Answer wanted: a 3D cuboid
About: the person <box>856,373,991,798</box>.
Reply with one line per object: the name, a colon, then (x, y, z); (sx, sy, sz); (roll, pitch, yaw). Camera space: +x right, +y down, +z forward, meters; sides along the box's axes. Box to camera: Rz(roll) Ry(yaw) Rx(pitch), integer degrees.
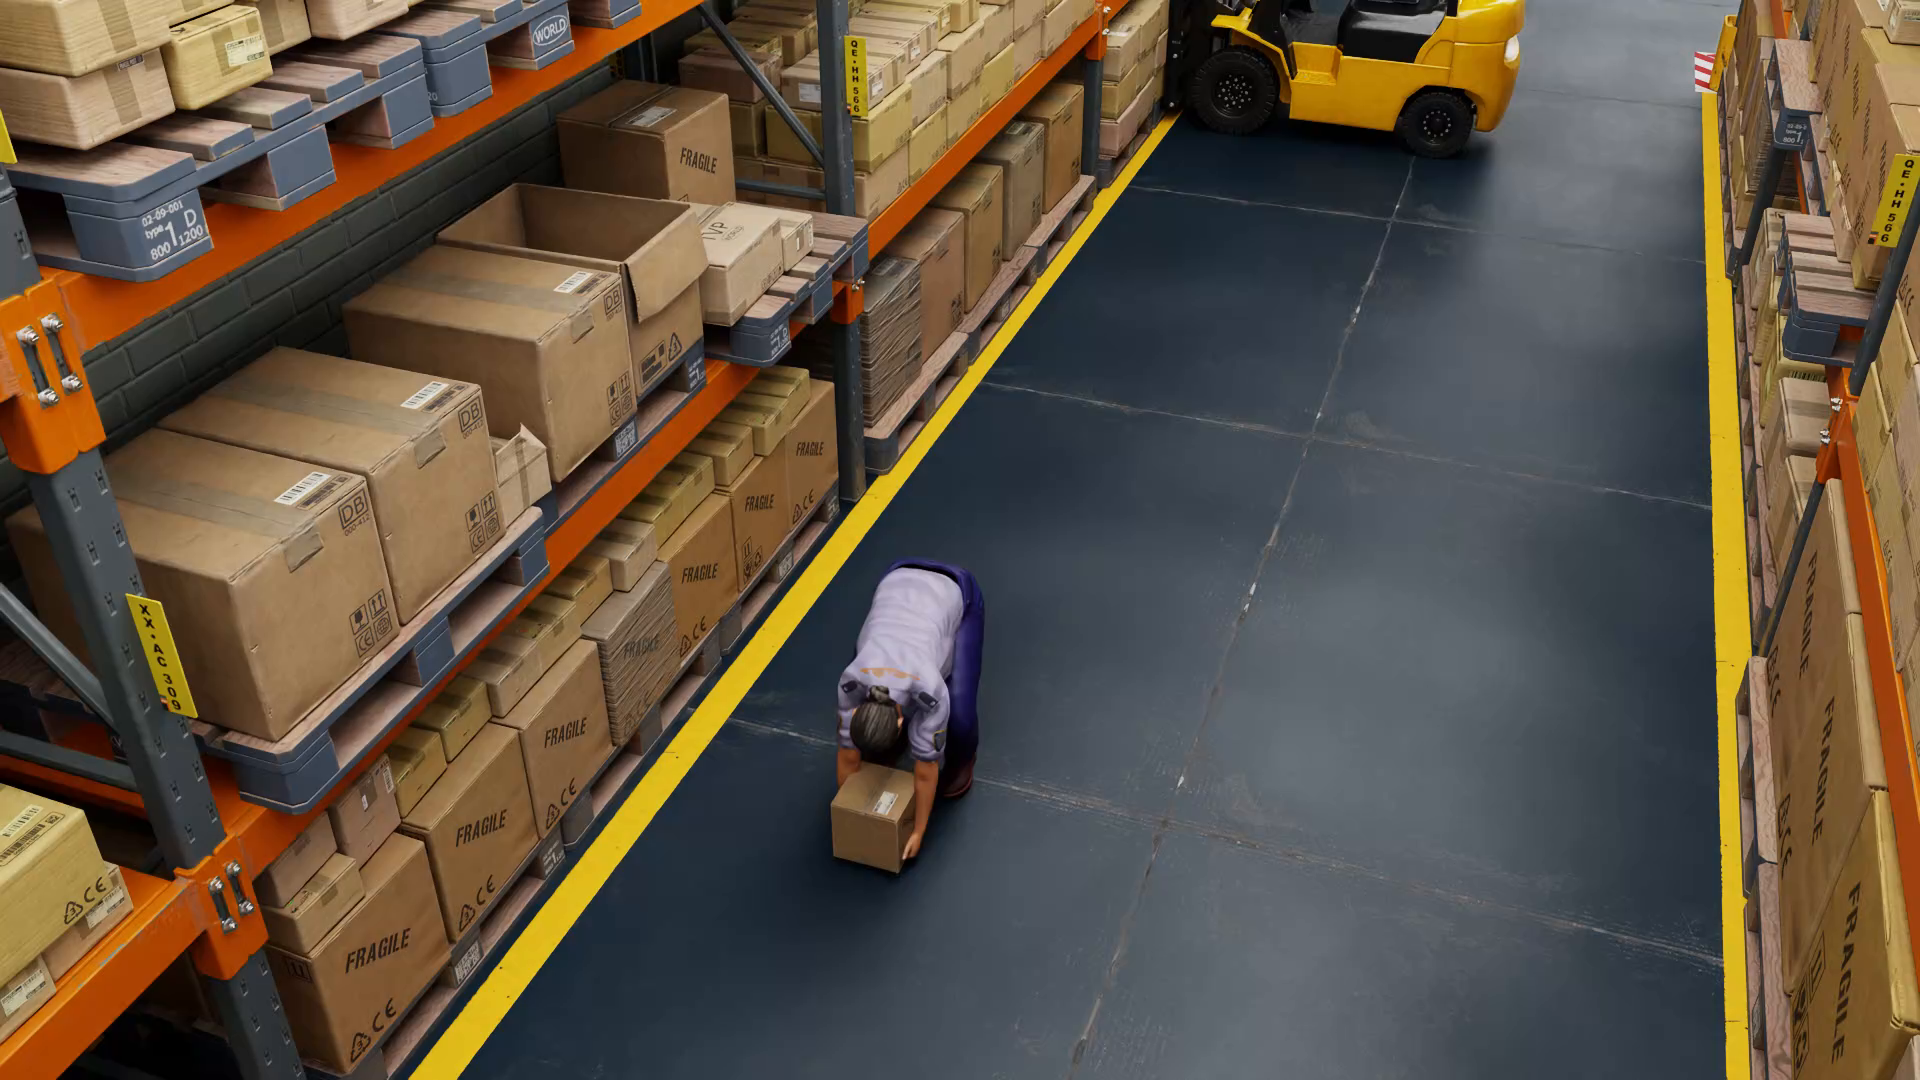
person: (-0.148, 0.199, 5.849); (0.476, 1.649, 0.505); (11, 35, 16)
